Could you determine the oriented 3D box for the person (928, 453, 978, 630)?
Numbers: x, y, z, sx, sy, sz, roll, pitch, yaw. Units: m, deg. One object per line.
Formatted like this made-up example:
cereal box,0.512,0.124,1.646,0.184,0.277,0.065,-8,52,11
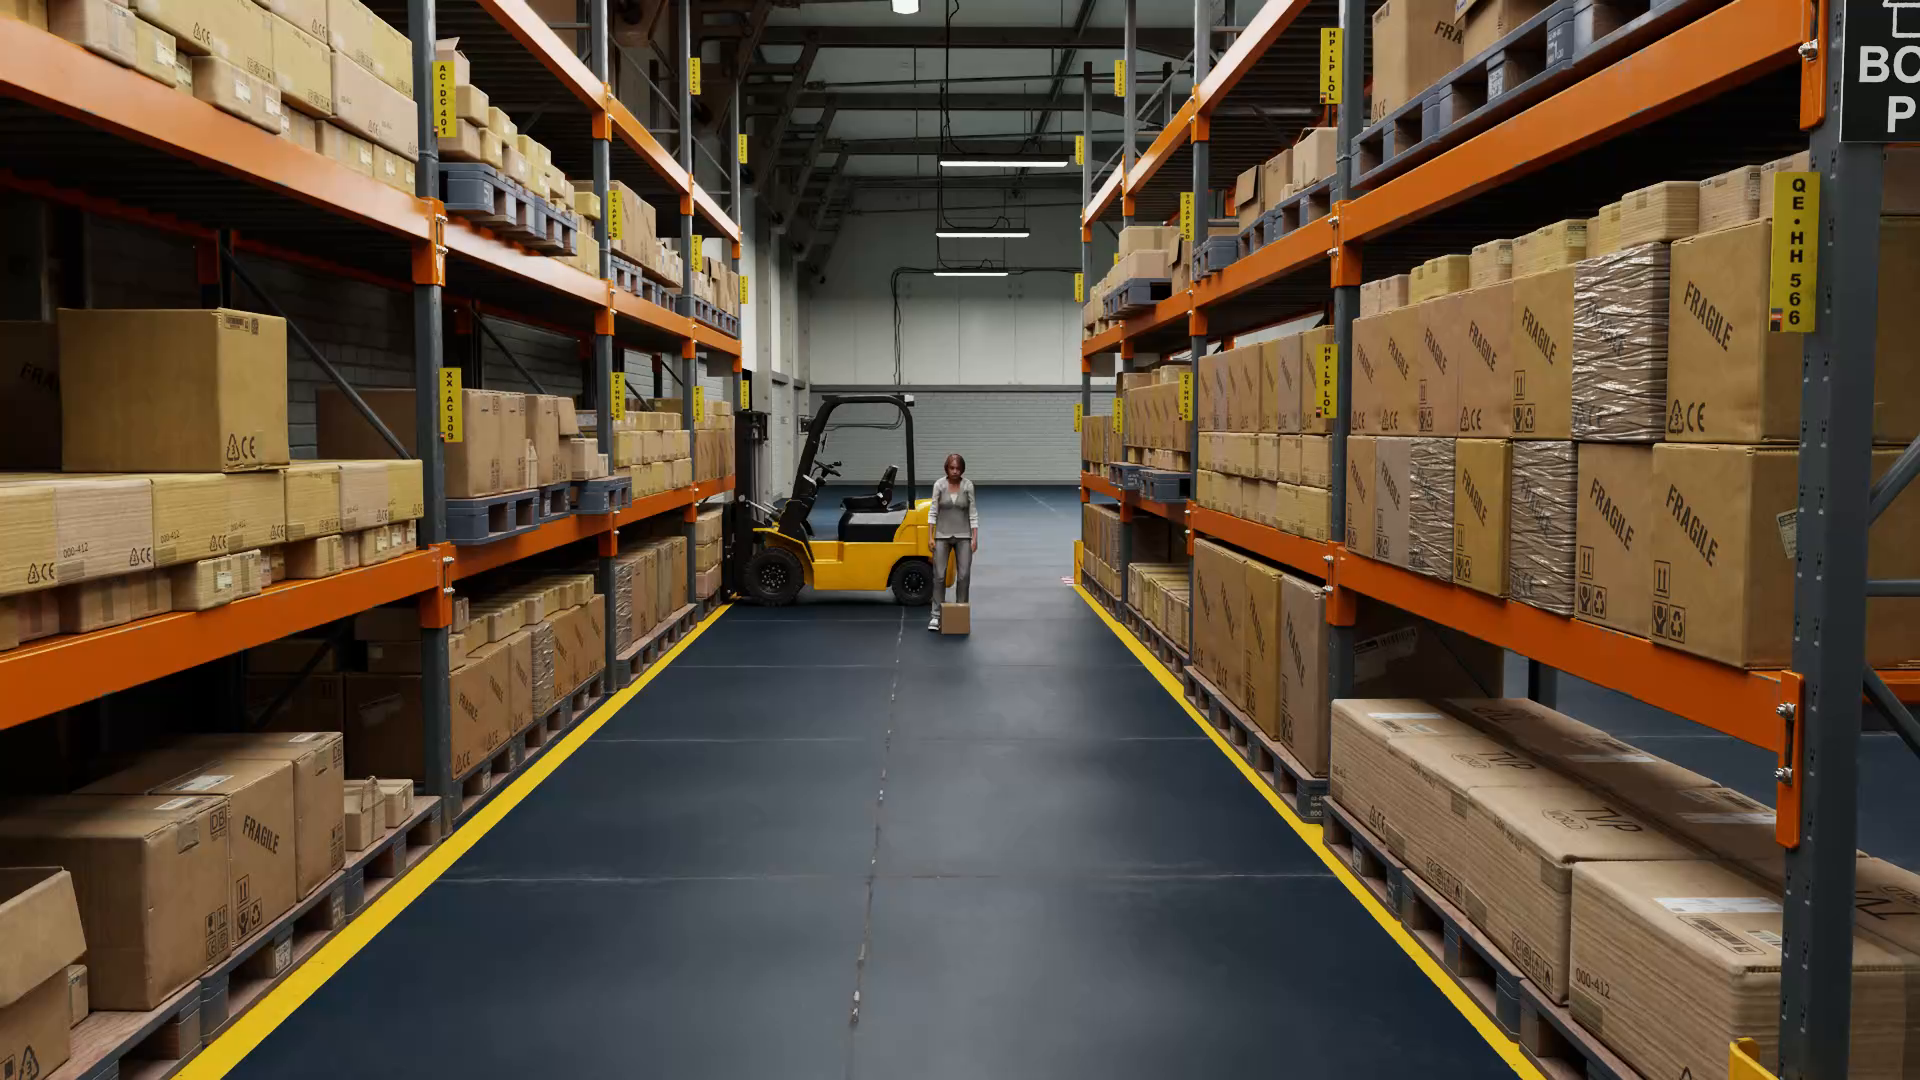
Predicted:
person,-0.062,0.014,15.029,0.459,1.593,0.369,0,4,-1
